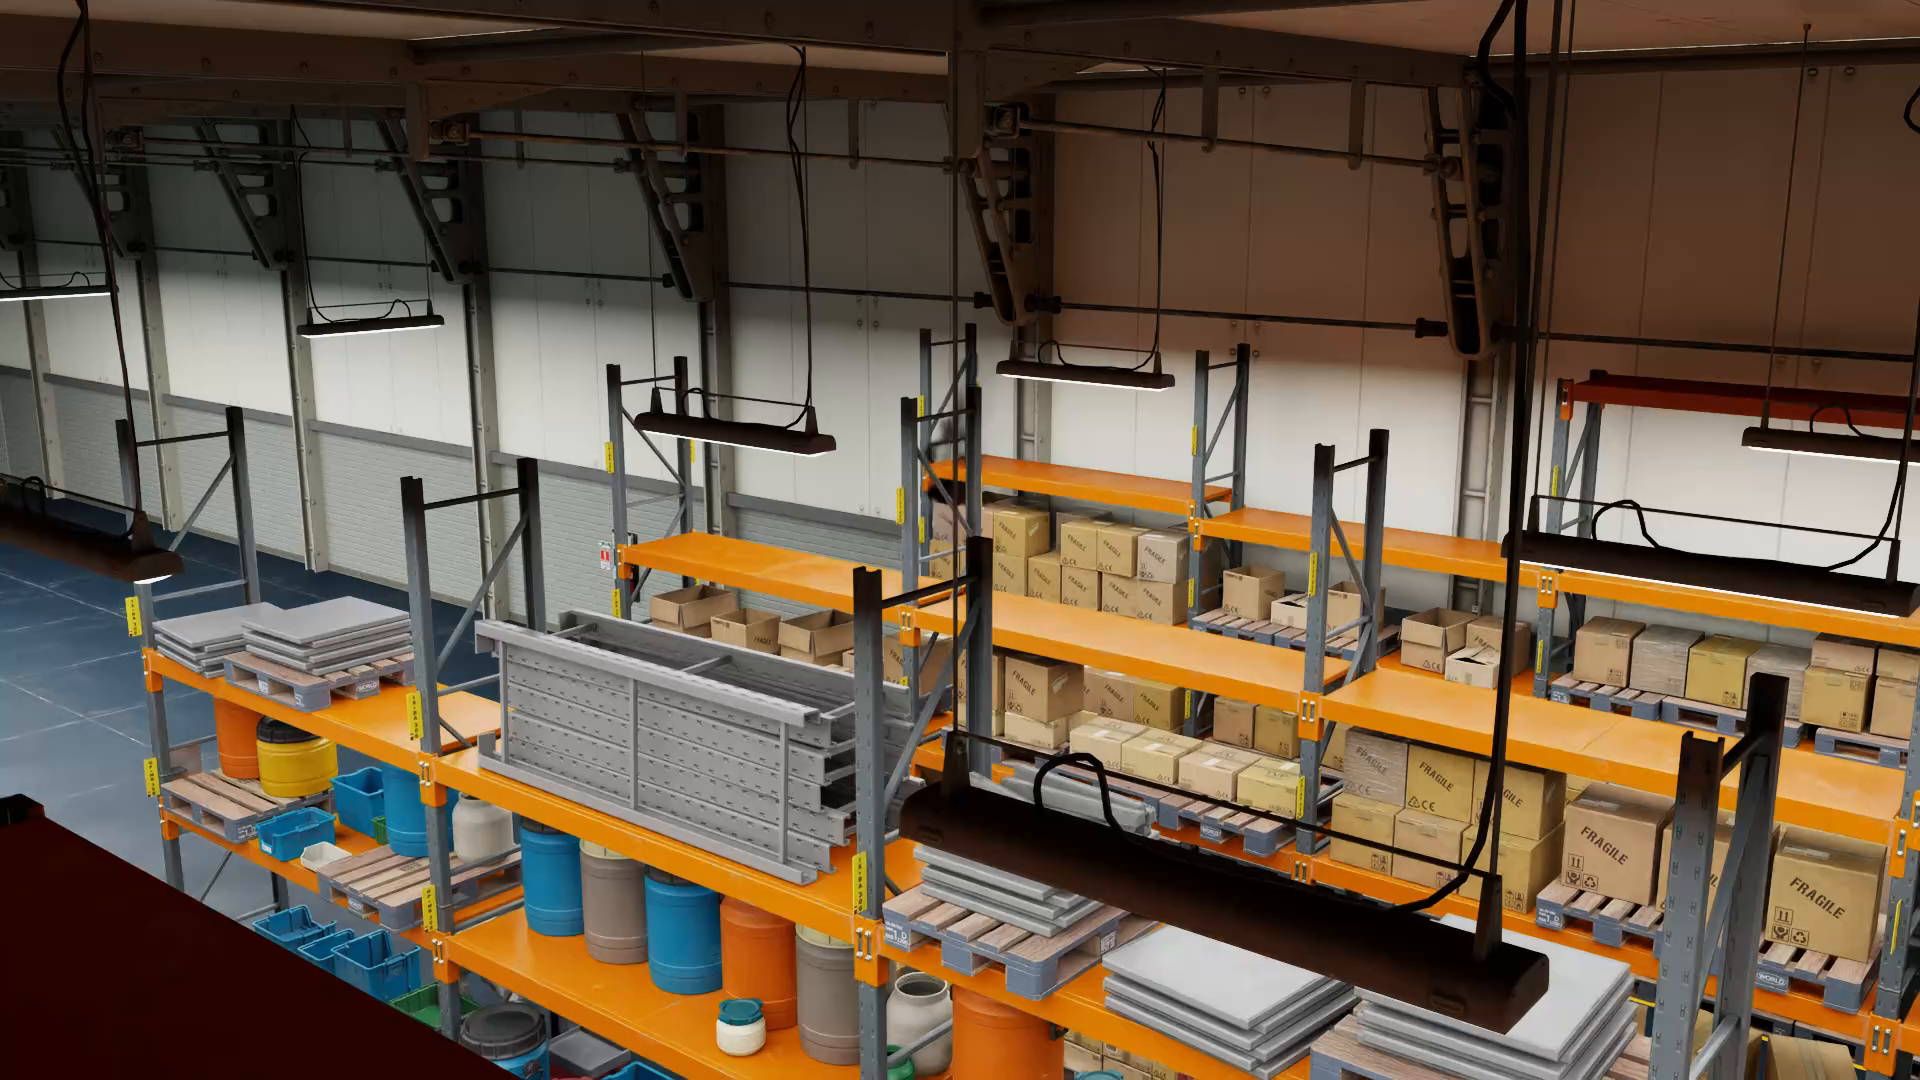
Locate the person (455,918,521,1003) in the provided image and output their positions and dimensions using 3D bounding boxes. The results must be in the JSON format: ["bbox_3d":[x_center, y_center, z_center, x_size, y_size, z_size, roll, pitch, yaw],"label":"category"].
[{"bbox_3d":[-4.535,3.736,15.586,0.924,1.768,0.670,7,14,27],"label":"person"}]
